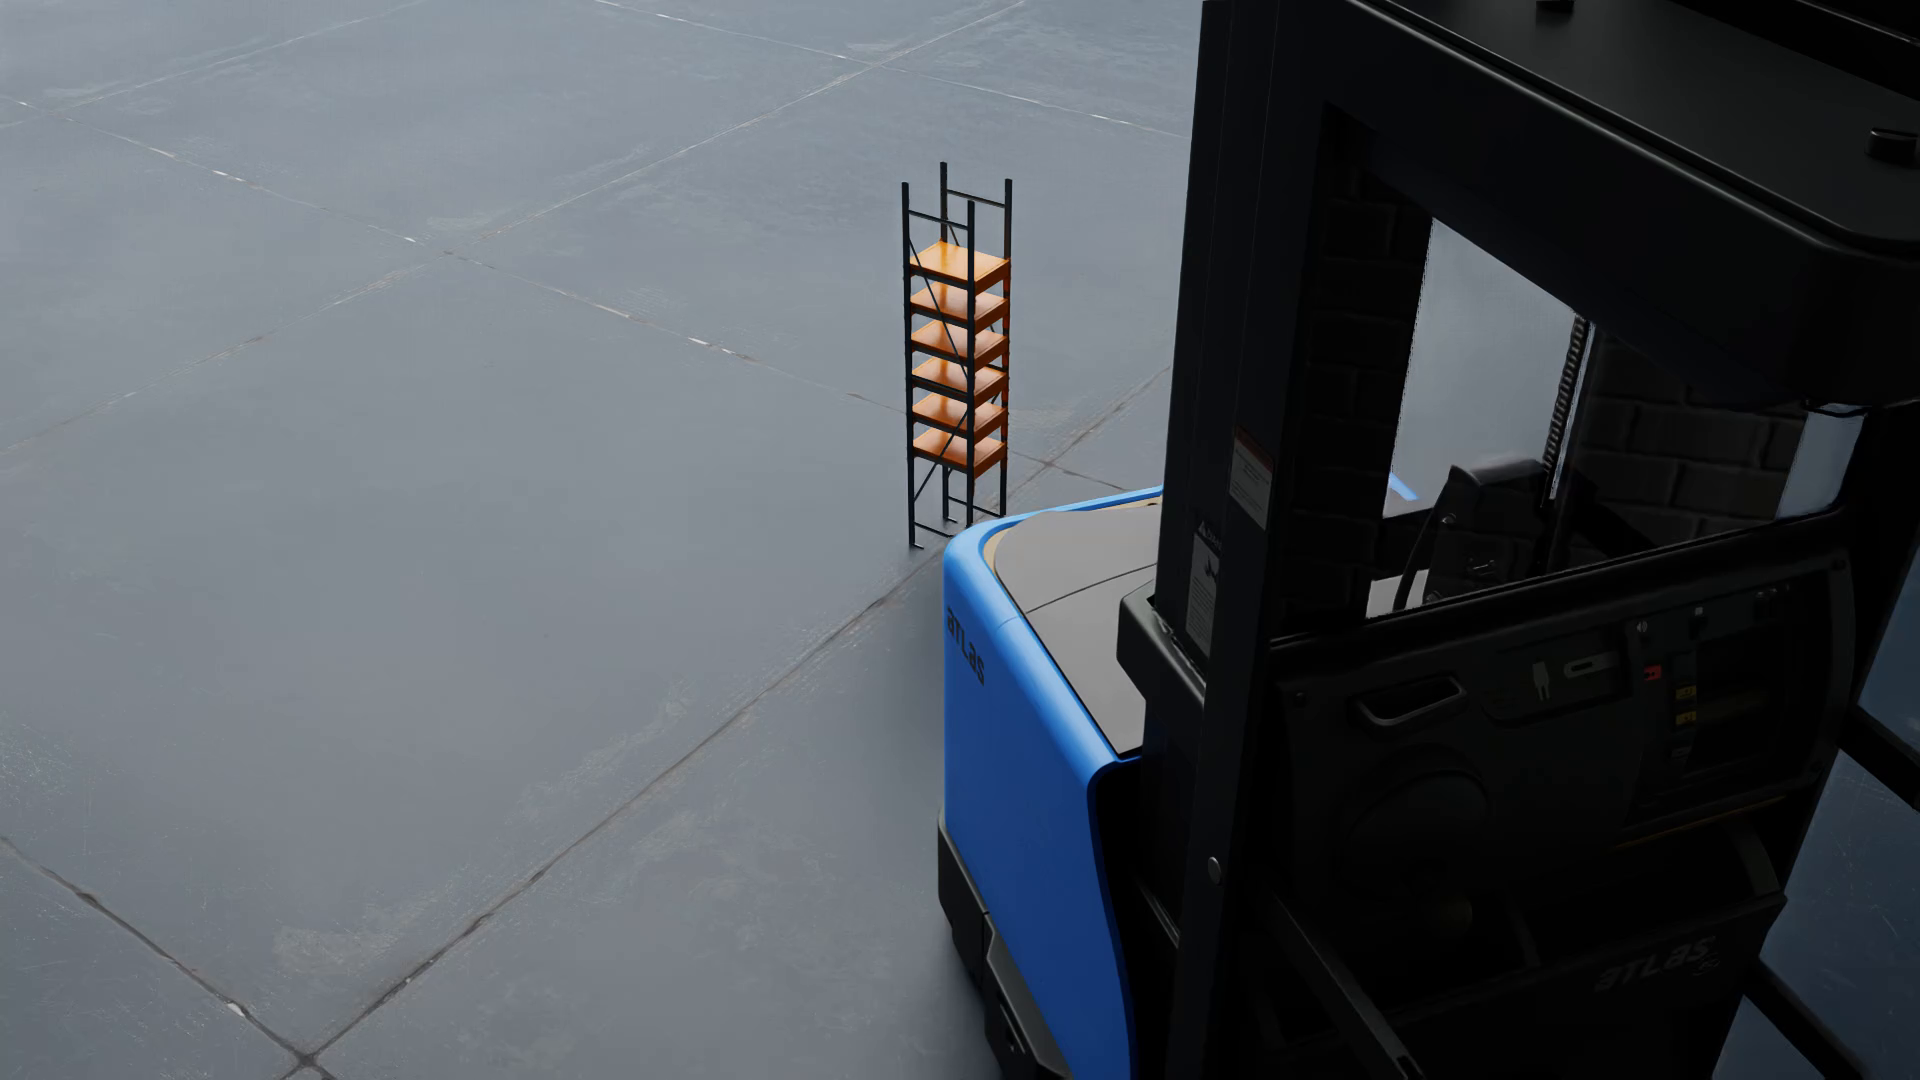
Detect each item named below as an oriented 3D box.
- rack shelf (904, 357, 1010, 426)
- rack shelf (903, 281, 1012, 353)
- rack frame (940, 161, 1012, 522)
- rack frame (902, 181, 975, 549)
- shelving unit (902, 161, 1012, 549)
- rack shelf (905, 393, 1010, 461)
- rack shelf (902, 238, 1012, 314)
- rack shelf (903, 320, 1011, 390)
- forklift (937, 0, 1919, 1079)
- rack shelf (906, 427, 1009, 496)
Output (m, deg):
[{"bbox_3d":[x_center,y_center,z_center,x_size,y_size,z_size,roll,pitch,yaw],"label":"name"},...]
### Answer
[{"bbox_3d":[-0.008,-0.454,4.929,0.258,0.103,0.180,21,39,28],"label":"rack shelf"},{"bbox_3d":[-0.008,-0.652,4.794,0.258,0.103,0.180,21,39,28],"label":"rack shelf"},{"bbox_3d":[0.044,-0.532,4.966,0.240,1.200,0.006,21,39,28],"label":"rack frame"},{"bbox_3d":[-0.060,-0.448,4.842,0.240,1.200,0.006,21,39,28],"label":"rack frame"},{"bbox_3d":[-0.008,-0.490,4.904,0.258,1.200,0.189,21,39,28],"label":"shelving unit"},{"bbox_3d":[-0.008,-0.354,4.996,0.258,0.103,0.180,21,39,28],"label":"rack shelf"},{"bbox_3d":[-0.008,-0.752,4.727,0.258,0.103,0.180,21,39,28],"label":"rack shelf"},{"bbox_3d":[-0.008,-0.553,4.862,0.258,0.103,0.180,21,39,28],"label":"rack shelf"},{"bbox_3d":[0.935,0.332,2.143,1.130,2.935,3.031,-12,36,-17],"label":"forklift"},{"bbox_3d":[-0.008,-0.255,5.063,0.258,0.103,0.180,21,39,28],"label":"rack shelf"}]
